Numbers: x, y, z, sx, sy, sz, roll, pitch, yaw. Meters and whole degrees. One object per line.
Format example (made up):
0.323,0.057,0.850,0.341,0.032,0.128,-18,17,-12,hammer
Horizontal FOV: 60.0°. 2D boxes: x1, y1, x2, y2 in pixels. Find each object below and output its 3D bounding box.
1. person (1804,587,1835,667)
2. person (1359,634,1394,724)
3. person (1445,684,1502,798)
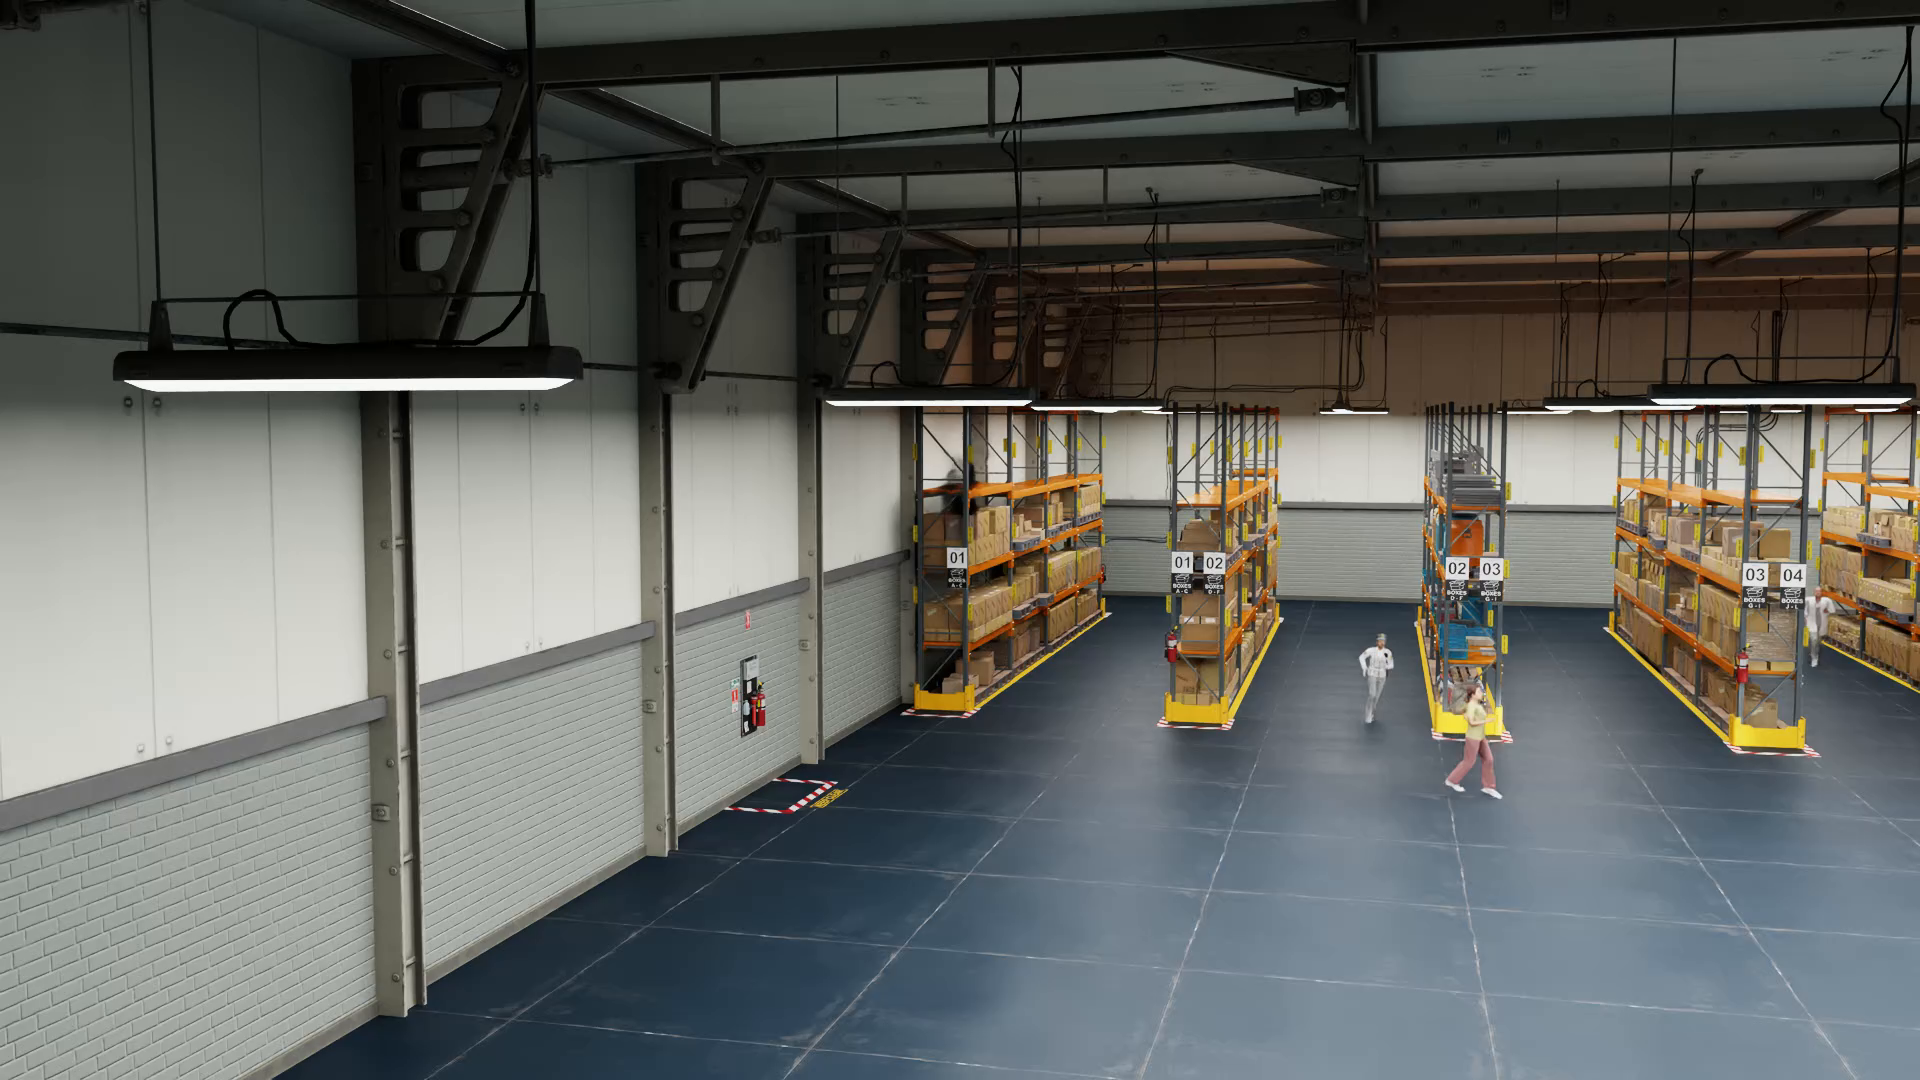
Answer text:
19.881,2.014,38.522,0.674,1.794,0.886,1,4,19,person
7.836,2.601,31.245,0.593,1.718,0.704,0,4,-1,person
7.744,3.018,25.036,0.831,1.701,0.570,2,5,29,person
